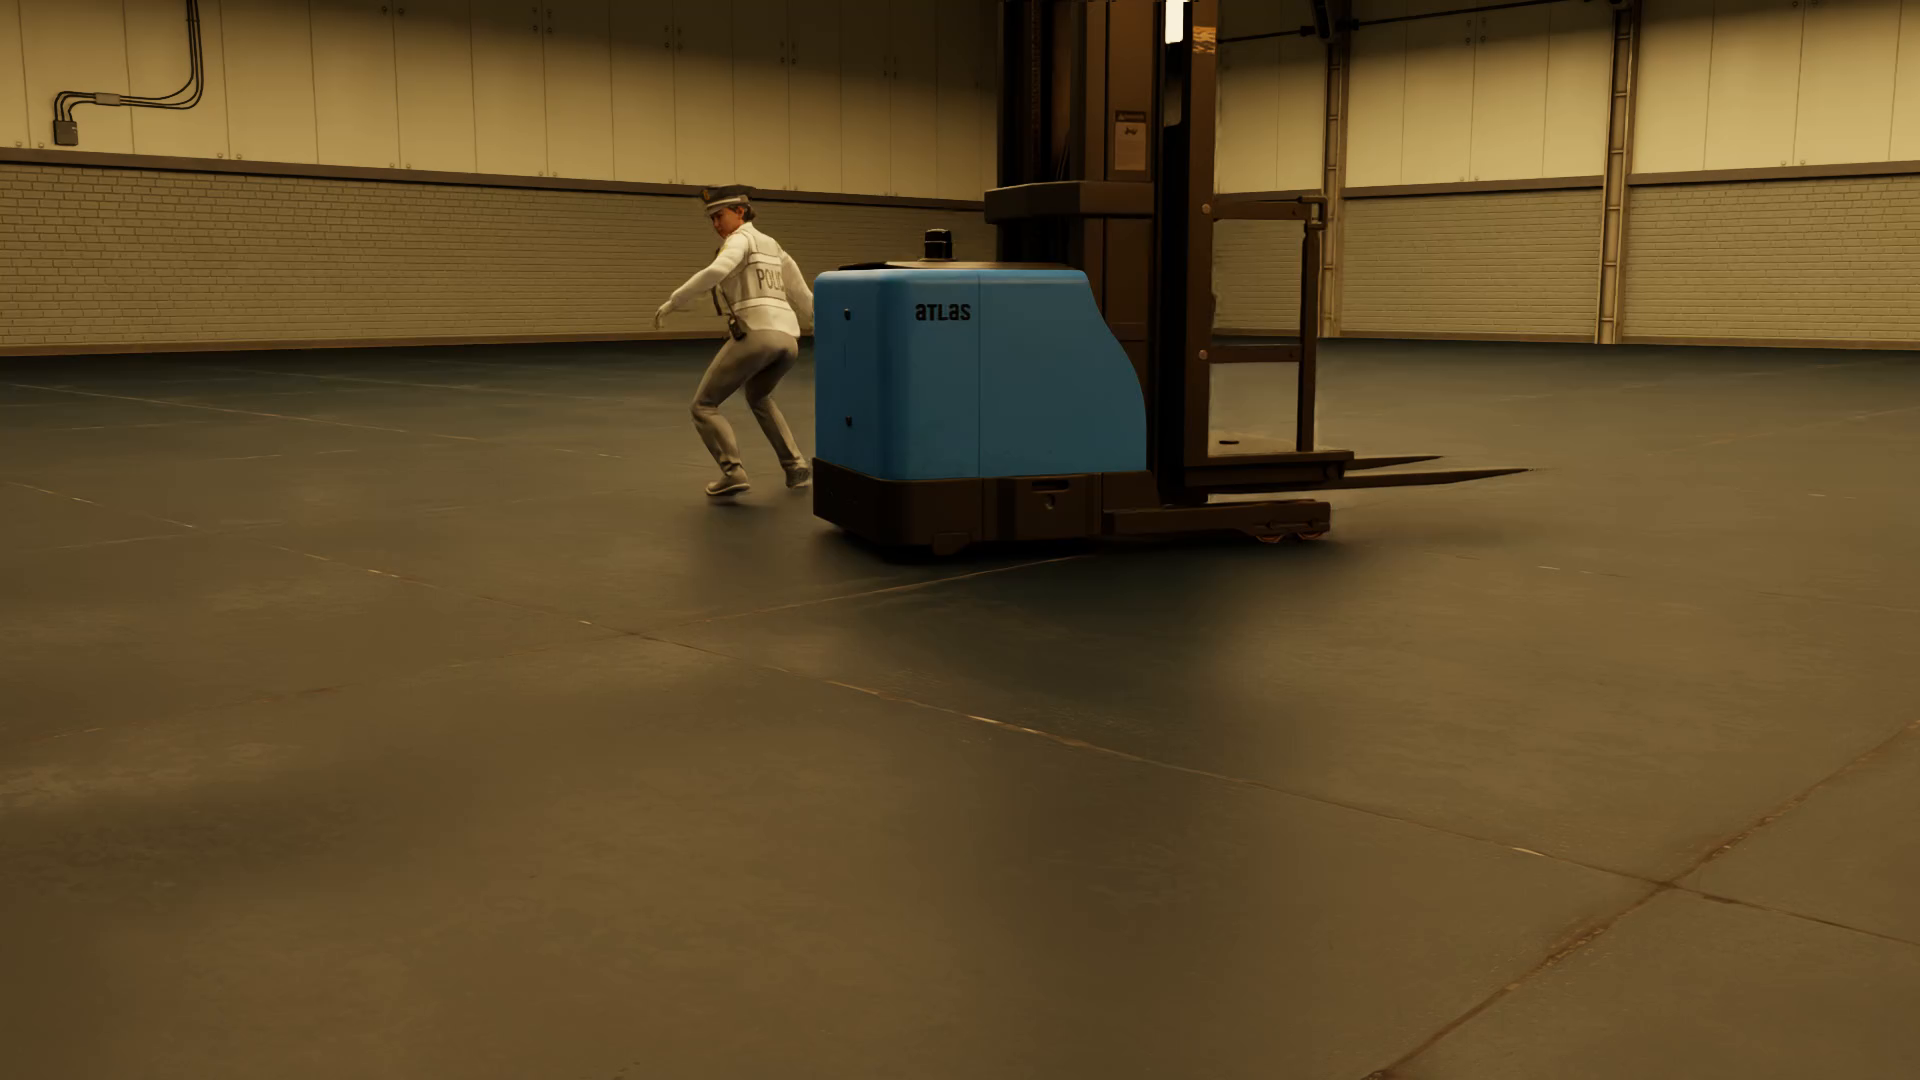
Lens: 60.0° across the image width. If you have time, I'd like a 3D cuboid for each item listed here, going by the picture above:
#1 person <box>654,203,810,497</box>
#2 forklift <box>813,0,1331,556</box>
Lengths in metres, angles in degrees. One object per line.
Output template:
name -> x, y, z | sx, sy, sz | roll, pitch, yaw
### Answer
person -> -0.992, -0.912, 8.121 | 0.534, 1.596, 0.973 | 5, 10, 29
forklift -> 0.447, -1.443, 6.673 | 1.939, 2.867, 1.129 | -3, 9, -21
